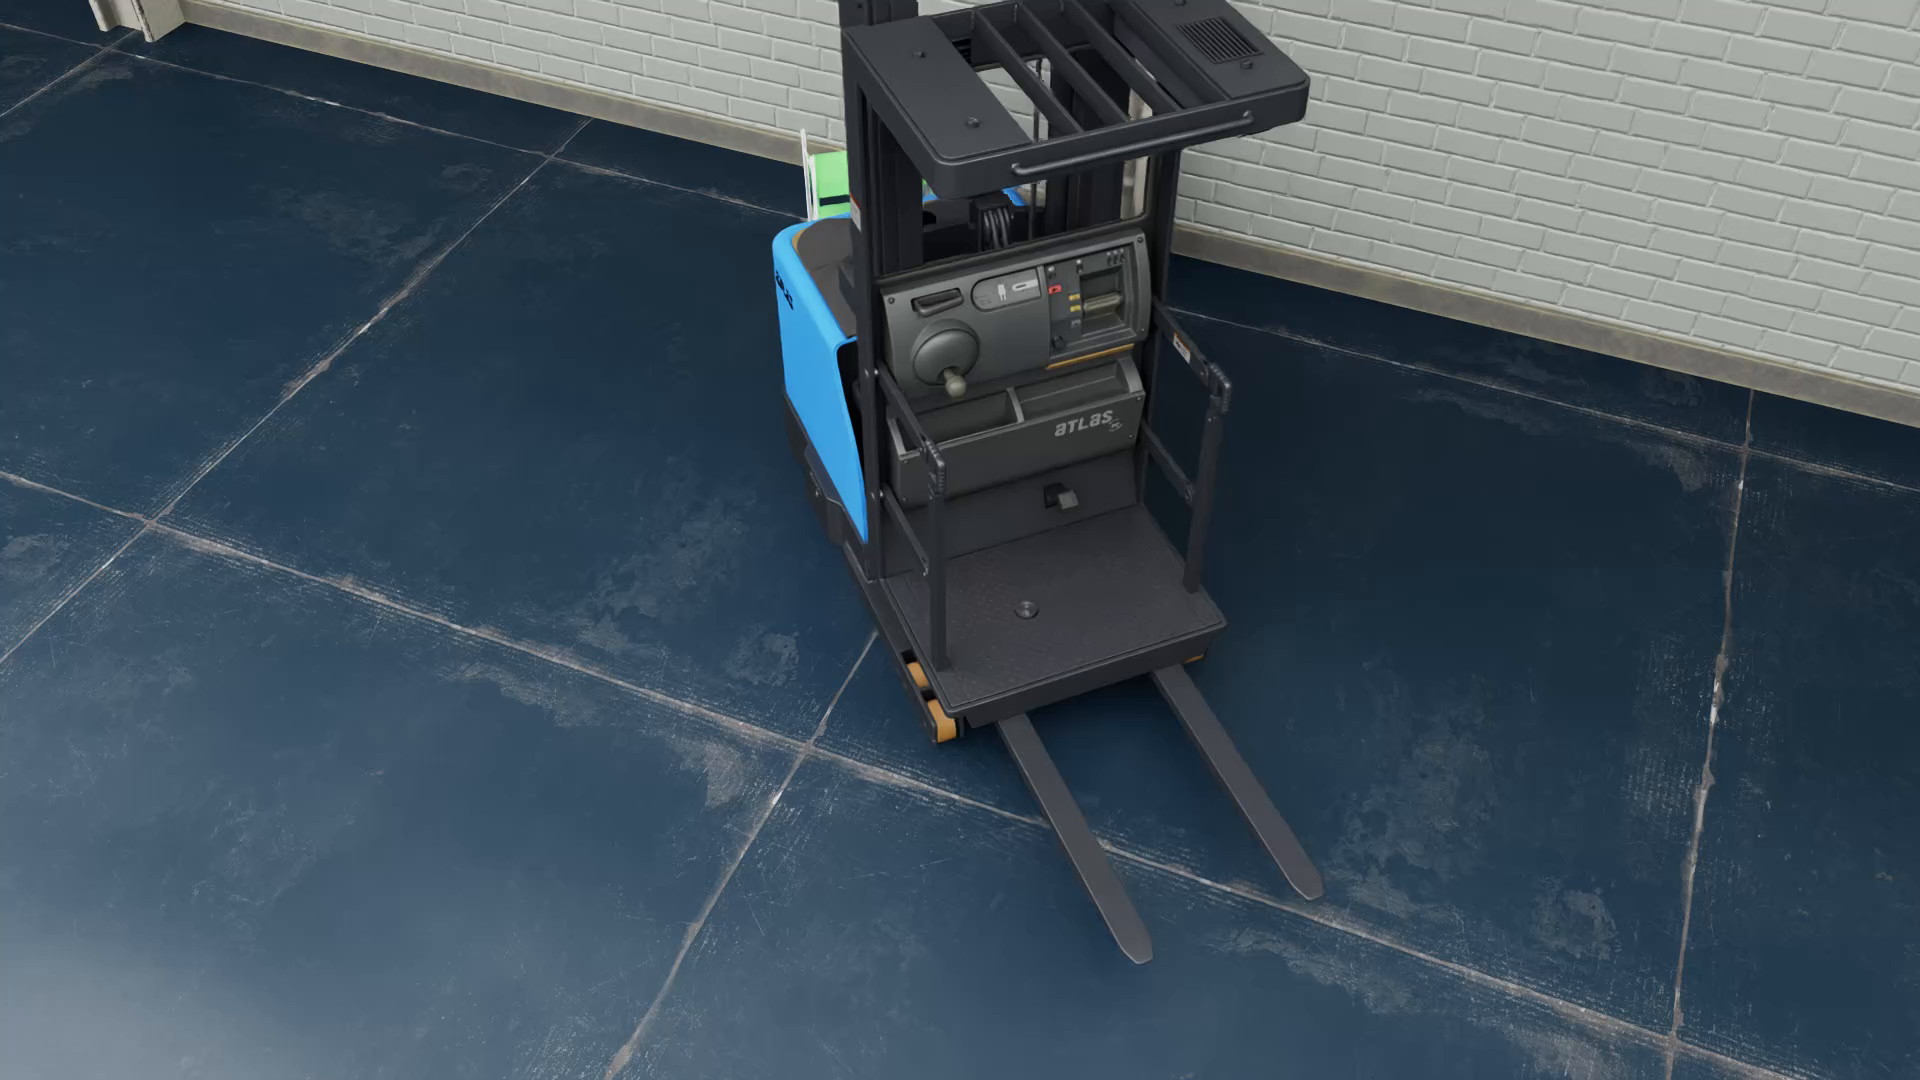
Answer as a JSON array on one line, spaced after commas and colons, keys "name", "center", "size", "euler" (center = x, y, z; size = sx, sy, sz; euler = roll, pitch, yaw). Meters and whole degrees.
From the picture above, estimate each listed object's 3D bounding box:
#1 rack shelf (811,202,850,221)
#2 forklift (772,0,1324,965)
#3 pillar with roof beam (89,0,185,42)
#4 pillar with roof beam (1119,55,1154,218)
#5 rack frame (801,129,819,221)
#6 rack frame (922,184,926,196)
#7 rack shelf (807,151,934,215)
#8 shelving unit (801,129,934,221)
[{"name": "rack shelf", "center": [-0.366, -1.306, 6.952], "size": [0.480, 0.148, 0.258], "euler": [-10, 42, -10]}, {"name": "forklift", "center": [0.281, -0.651, 5.326], "size": [1.130, 2.935, 3.031], "euler": [-16, 47, -16]}, {"name": "pillar with roof beam", "center": [-6.467, -3.430, 3.817], "size": [0.400, 9.000, 9.100], "euler": [16, 47, 16]}, {"name": "pillar with roof beam", "center": [-0.929, -1.800, 2.180], "size": [0.400, 9.000, 9.100], "euler": [16, 47, 16]}, {"name": "rack frame", "center": [-0.600, -1.134, 7.028], "size": [0.015, 1.200, 0.240], "euler": [-10, 42, -10]}, {"name": "rack frame", "center": [-0.126, -1.215, 7.110], "size": [0.015, 1.200, 0.240], "euler": [-10, 42, -10]}, {"name": "rack shelf", "center": [-0.369, -1.485, 6.793], "size": [0.480, 0.148, 0.258], "euler": [-10, 42, -10]}, {"name": "shelving unit", "center": [-0.363, -1.174, 7.069], "size": [0.503, 1.200, 0.258], "euler": [-10, 42, -10]}]
